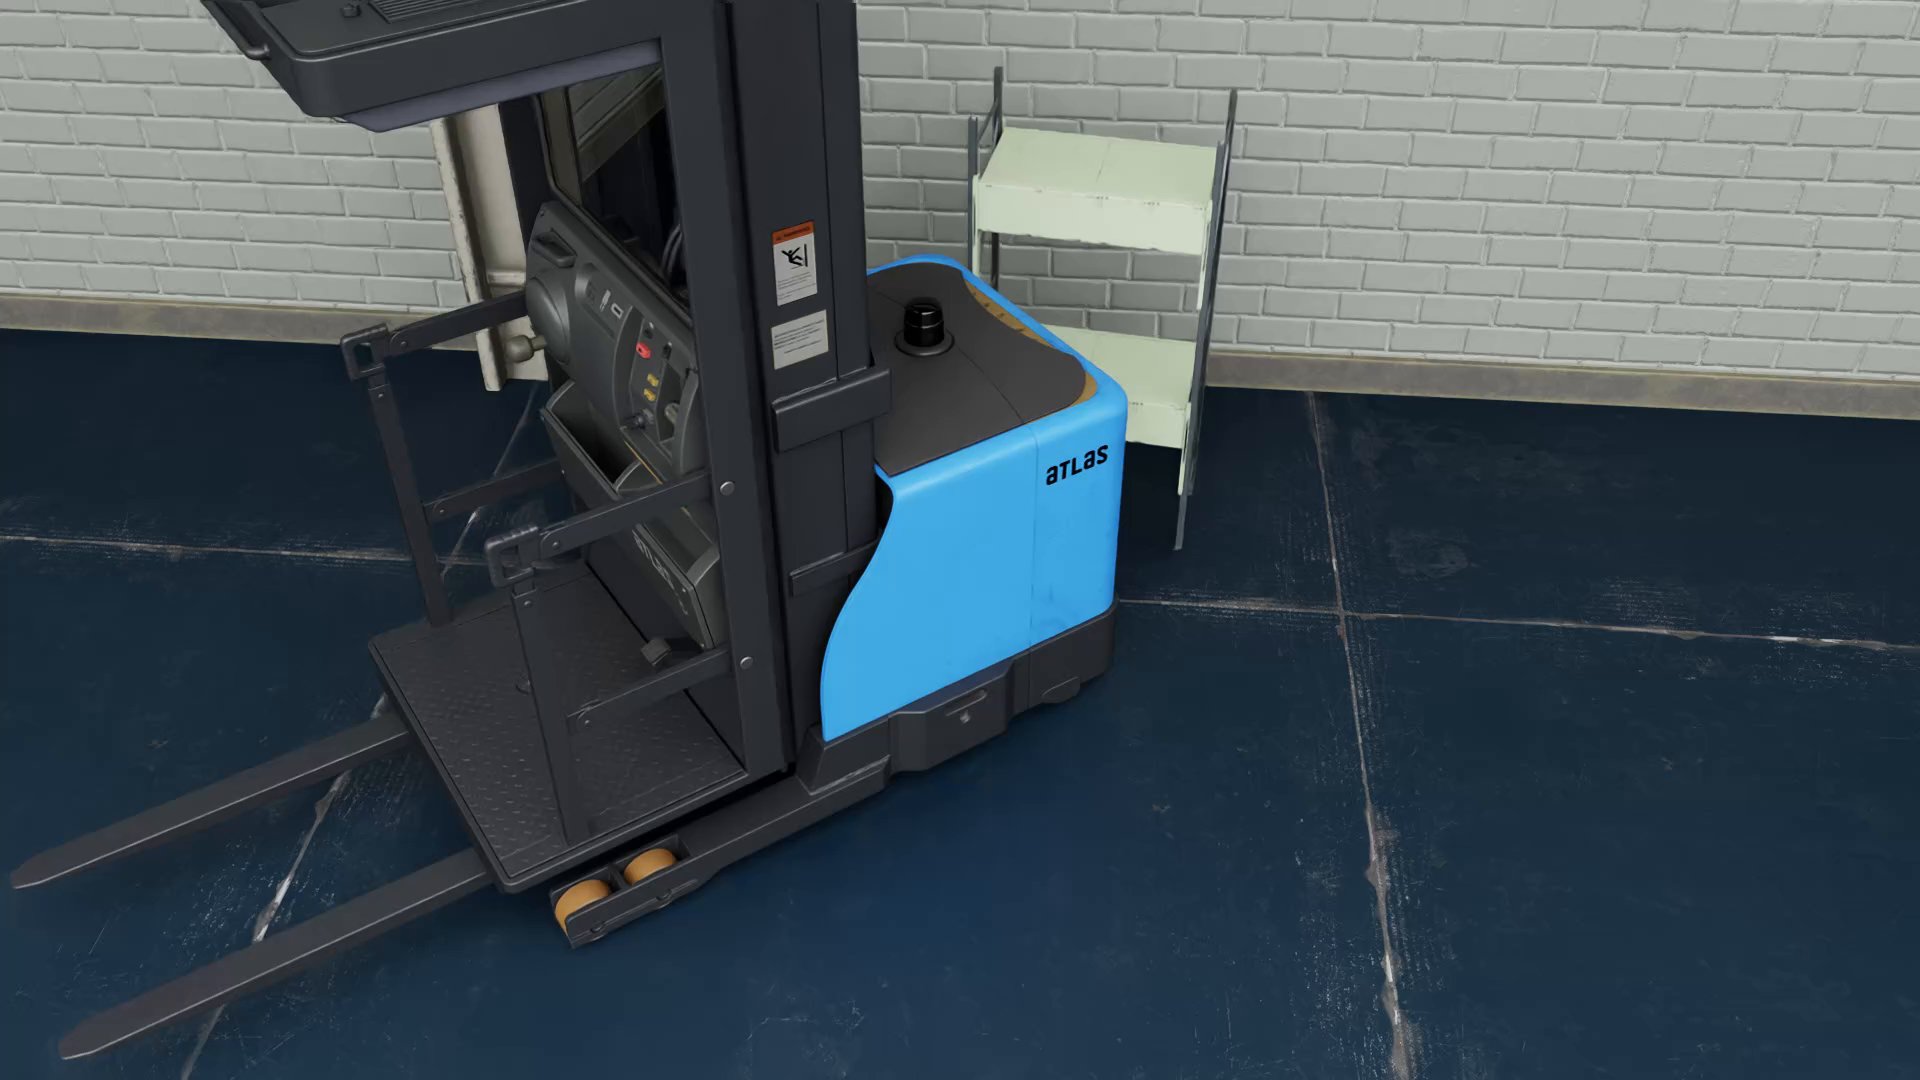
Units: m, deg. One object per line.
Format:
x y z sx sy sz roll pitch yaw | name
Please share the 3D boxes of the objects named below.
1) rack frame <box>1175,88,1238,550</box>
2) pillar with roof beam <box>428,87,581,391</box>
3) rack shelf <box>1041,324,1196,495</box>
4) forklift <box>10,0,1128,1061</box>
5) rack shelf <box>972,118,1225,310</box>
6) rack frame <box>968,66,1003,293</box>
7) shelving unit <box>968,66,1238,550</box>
0.792 -0.672 5.387 0.023 1.500 0.400 8 40 10 | rack frame
-2.005 -1.451 0.404 0.400 9.000 9.100 3 39 4 | pillar with roof beam
0.436 -0.471 5.656 0.720 0.370 0.431 8 40 10 | rack shelf
-1.030 -0.449 3.979 3.031 2.935 1.130 -23 44 -25 | forklift
0.436 -1.026 5.204 0.720 0.370 0.431 8 40 10 | rack shelf
0.079 -0.775 5.514 0.023 1.500 0.400 8 40 10 | rack frame
0.436 -0.723 5.451 0.755 1.500 0.431 8 40 10 | shelving unit
